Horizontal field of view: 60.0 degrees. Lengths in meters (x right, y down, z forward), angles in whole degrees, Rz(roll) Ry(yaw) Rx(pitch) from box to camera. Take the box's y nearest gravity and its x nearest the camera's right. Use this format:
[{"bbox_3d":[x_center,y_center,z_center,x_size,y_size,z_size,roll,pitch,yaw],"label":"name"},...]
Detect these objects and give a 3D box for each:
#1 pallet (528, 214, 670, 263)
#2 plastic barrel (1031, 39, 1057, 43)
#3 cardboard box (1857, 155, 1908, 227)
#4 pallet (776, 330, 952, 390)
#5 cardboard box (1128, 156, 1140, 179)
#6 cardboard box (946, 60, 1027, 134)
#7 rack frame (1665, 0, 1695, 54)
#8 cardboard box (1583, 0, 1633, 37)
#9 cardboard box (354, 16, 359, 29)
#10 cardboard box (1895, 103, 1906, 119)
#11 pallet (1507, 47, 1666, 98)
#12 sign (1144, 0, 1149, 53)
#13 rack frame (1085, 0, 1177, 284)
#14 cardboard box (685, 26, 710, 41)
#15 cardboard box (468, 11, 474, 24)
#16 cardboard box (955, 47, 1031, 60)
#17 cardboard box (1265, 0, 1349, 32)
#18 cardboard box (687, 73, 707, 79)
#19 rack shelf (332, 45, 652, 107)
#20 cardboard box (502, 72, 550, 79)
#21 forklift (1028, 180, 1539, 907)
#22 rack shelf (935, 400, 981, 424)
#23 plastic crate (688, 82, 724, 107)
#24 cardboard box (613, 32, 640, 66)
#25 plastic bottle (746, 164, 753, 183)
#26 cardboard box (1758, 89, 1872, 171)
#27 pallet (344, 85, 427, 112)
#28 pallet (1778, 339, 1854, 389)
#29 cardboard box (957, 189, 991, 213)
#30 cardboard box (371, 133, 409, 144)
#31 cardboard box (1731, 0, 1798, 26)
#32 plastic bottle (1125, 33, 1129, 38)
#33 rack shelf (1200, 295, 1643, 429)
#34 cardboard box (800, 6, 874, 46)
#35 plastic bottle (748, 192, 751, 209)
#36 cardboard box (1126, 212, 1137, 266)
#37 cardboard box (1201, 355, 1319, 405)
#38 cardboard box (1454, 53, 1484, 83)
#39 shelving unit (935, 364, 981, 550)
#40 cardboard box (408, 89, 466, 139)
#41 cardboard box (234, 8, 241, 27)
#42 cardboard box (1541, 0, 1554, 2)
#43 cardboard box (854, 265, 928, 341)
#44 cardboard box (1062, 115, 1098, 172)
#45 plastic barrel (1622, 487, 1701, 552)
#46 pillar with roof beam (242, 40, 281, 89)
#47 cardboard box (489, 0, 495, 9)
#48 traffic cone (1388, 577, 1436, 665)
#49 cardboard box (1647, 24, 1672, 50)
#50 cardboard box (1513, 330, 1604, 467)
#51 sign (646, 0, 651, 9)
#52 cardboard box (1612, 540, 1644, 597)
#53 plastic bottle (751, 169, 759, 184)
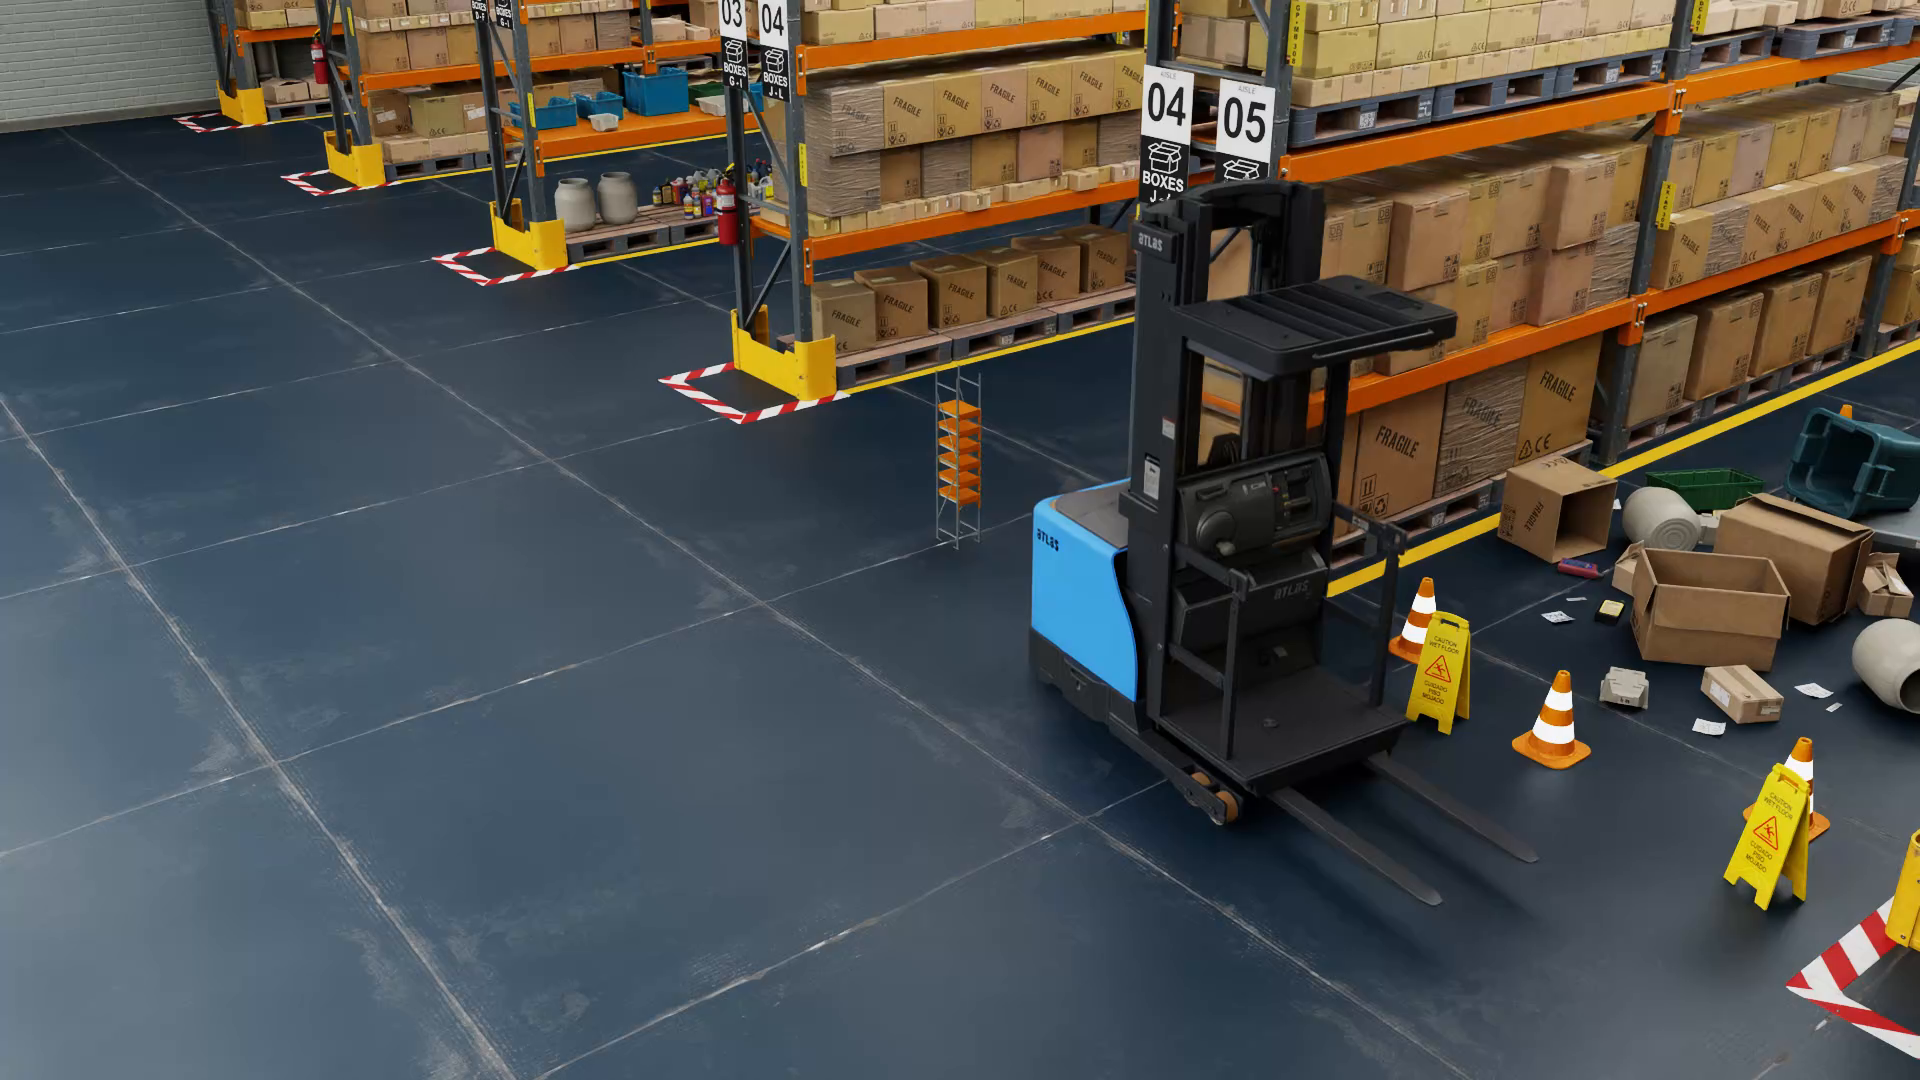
[{"bbox_3d":[-3.943,-3.333,18.180,1.213,0.211,1.003,-18,31,-34],"label":"pallet"},{"bbox_3d":[1.002,-6.144,20.792,0.421,0.512,0.421,0,25,0],"label":"plastic barrel"},{"bbox_3d":[7.528,-2.960,13.947,0.500,0.500,0.500,-18,31,-34],"label":"cardboard box"},{"bbox_3d":[-0.839,-1.666,14.590,1.213,0.211,1.003,-18,31,-34],"label":"pallet"},{"bbox_3d":[1.600,-3.484,15.492,0.250,0.149,0.380,-18,31,-34],"label":"cardboard box"},{"bbox_3d":[0.221,-3.788,14.190,0.500,0.500,0.500,-18,31,-34],"label":"cardboard box"},{"bbox_3d":[4.569,-4.803,10.910,0.127,3.000,1.000,-18,31,-34],"label":"rack frame"},{"bbox_3d":[3.942,-3.401,10.659,0.500,0.250,0.500,-18,31,-34],"label":"cardboard box"},{"bbox_3d":[-7.486,-6.497,20.796,0.250,0.149,0.380,-19,31,-35],"label":"cardboard box"},{"bbox_3d":[8.433,-3.950,15.290,0.250,0.149,0.380,-17,30,-33],"label":"cardboard box"},{"bbox_3d":[3.919,-3.193,11.109,1.213,0.211,1.003,-18,31,-34],"label":"pallet"},{"bbox_3d":[1.098,-2.952,9.528,0.005,0.325,0.100,-18,31,-34],"label":"sign"},{"bbox_3d":[1.588,-3.751,15.770,0.127,3.000,1.000,-18,31,-34],"label":"rack frame"},{"bbox_3d":[-3.698,-7.082,23.246,0.250,0.149,0.380,-18,31,-34],"label":"cardboard box"},{"bbox_3d":[-6.216,-6.700,21.234,0.250,0.149,0.380,-19,31,-35],"label":"cardboard box"},{"bbox_3d":[0.291,-4.092,14.845,0.500,0.500,0.500,-18,31,-34],"label":"cardboard box"},{"bbox_3d":[1.880,-2.868,9.037,0.250,0.149,0.380,-18,30,-33],"label":"cardboard box"},{"bbox_3d":[-3.974,-6.569,23.942,0.500,0.311,0.500,-17,30,-33],"label":"cardboard box"},{"bbox_3d":[-6.096,-6.188,21.875,4.000,0.370,1.077,-18,31,-34],"label":"rack shelf"},{"bbox_3d":[-5.867,-6.041,22.579,0.500,0.500,0.500,-18,31,-34],"label":"cardboard box"},{"bbox_3d":[1.580,-0.145,8.080,1.130,2.935,3.031,-14,28,-28],"label":"forklift"},{"bbox_3d":[-0.011,-0.827,10.856,0.180,0.103,0.258,-18,31,-34],"label":"rack shelf"},{"bbox_3d":[-2.711,-5.037,18.791,0.662,0.188,0.450,-18,31,-34],"label":"plastic crate"},{"bbox_3d":[-5.819,-8.341,28.105,0.500,0.500,0.700,-18,31,-34],"label":"cardboard box"},{"bbox_3d":[-2.508,-4.269,19.509,0.185,0.351,0.144,-20,31,-36],"label":"plastic bottle"},{"bbox_3d":[6.960,-3.375,13.652,0.500,0.500,0.700,-19,31,-35],"label":"cardboard box"},{"bbox_3d":[-9.049,-6.904,25.876,1.213,0.211,1.003,-18,31,-34],"label":"pallet"},{"bbox_3d":[7.050,-1.676,14.611,1.213,0.211,1.003,-18,31,-34],"label":"pallet"},{"bbox_3d":[0.052,-2.951,14.343,0.250,0.149,0.380,-18,31,-34],"label":"cardboard box"},{"bbox_3d":[-7.430,-5.175,21.605,0.500,0.250,0.500,-18,31,-34],"label":"cardboard box"},{"bbox_3d":[5.832,-3.842,12.083,0.250,0.149,0.380,-18,31,-34],"label":"cardboard box"},{"bbox_3d":[2.248,-6.747,22.461,0.097,0.201,0.097,0,25,0],"label":"plastic bottle"},{"bbox_3d":[2.995,-1.236,11.205,4.000,0.370,1.077,-18,31,-34],"label":"rack shelf"},{"bbox_3d":[-1.021,-4.044,13.016,0.500,0.250,0.500,-17,30,-33],"label":"cardboard box"},{"bbox_3d":[-2.409,-3.845,18.773,0.097,0.201,0.097,0,25,0],"label":"plastic bottle"},{"bbox_3d":[2.084,-2.969,16.531,0.500,0.500,0.700,-21,32,-38],"label":"cardboard box"},{"bbox_3d":[1.685,-1.222,10.142,0.550,0.550,0.875,-18,31,-34],"label":"cardboard box"},{"bbox_3d":[2.882,-2.836,9.915,0.250,0.149,0.380,-19,31,-34],"label":"cardboard box"},{"bbox_3d":[-0.011,-0.540,10.989,0.189,1.200,0.258,-18,31,-34],"label":"shelving unit"},{"bbox_3d":[-6.718,-5.474,21.359,0.500,0.500,0.500,-18,31,-34],"label":"cardboard box"},{"bbox_3d":[-10.481,-7.762,24.565,0.500,0.250,0.500,-18,30,-33],"label":"cardboard box"},{"bbox_3d":[3.484,-3.398,10.179,0.250,0.149,0.380,-19,31,-35],"label":"cardboard box"},{"bbox_3d":[-0.609,-2.092,14.665,0.500,0.500,0.500,-10,27,-21],"label":"cardboard box"},{"bbox_3d":[0.781,-3.717,15.223,0.500,0.500,0.875,-18,31,-34],"label":"cardboard box"},{"bbox_3d":[4.623,-0.110,10.985,0.421,0.421,0.512,1,25,2],"label":"plastic barrel"},{"bbox_3d":[-8.056,-9.398,20.811,0.400,9.000,9.100,-18,31,-34],"label":"pillar with roof beam"},{"bbox_3d":[-6.052,-7.159,21.453,0.500,0.500,0.700,-18,31,-34],"label":"cardboard box"},{"bbox_3d":[2.716,0.440,9.751,0.334,0.463,0.336,-18,31,-34],"label":"traffic cone"},{"bbox_3d":[4.480,-3.364,11.052,0.250,0.149,0.380,-18,31,-34],"label":"cardboard box"},{"bbox_3d":[4.031,-1.168,12.229,0.875,0.875,0.875,-18,30,-33],"label":"cardboard box"},{"bbox_3d":[-4.178,-7.279,22.248,0.005,0.325,0.100,-18,31,-34],"label":"sign"},{"bbox_3d":[4.353,0.215,10.471,0.258,0.266,0.396,-13,28,-25],"label":"cardboard box"},{"bbox_3d":[-2.399,-4.204,19.464,0.097,0.271,0.097,0,25,0],"label":"plastic bottle"}]
